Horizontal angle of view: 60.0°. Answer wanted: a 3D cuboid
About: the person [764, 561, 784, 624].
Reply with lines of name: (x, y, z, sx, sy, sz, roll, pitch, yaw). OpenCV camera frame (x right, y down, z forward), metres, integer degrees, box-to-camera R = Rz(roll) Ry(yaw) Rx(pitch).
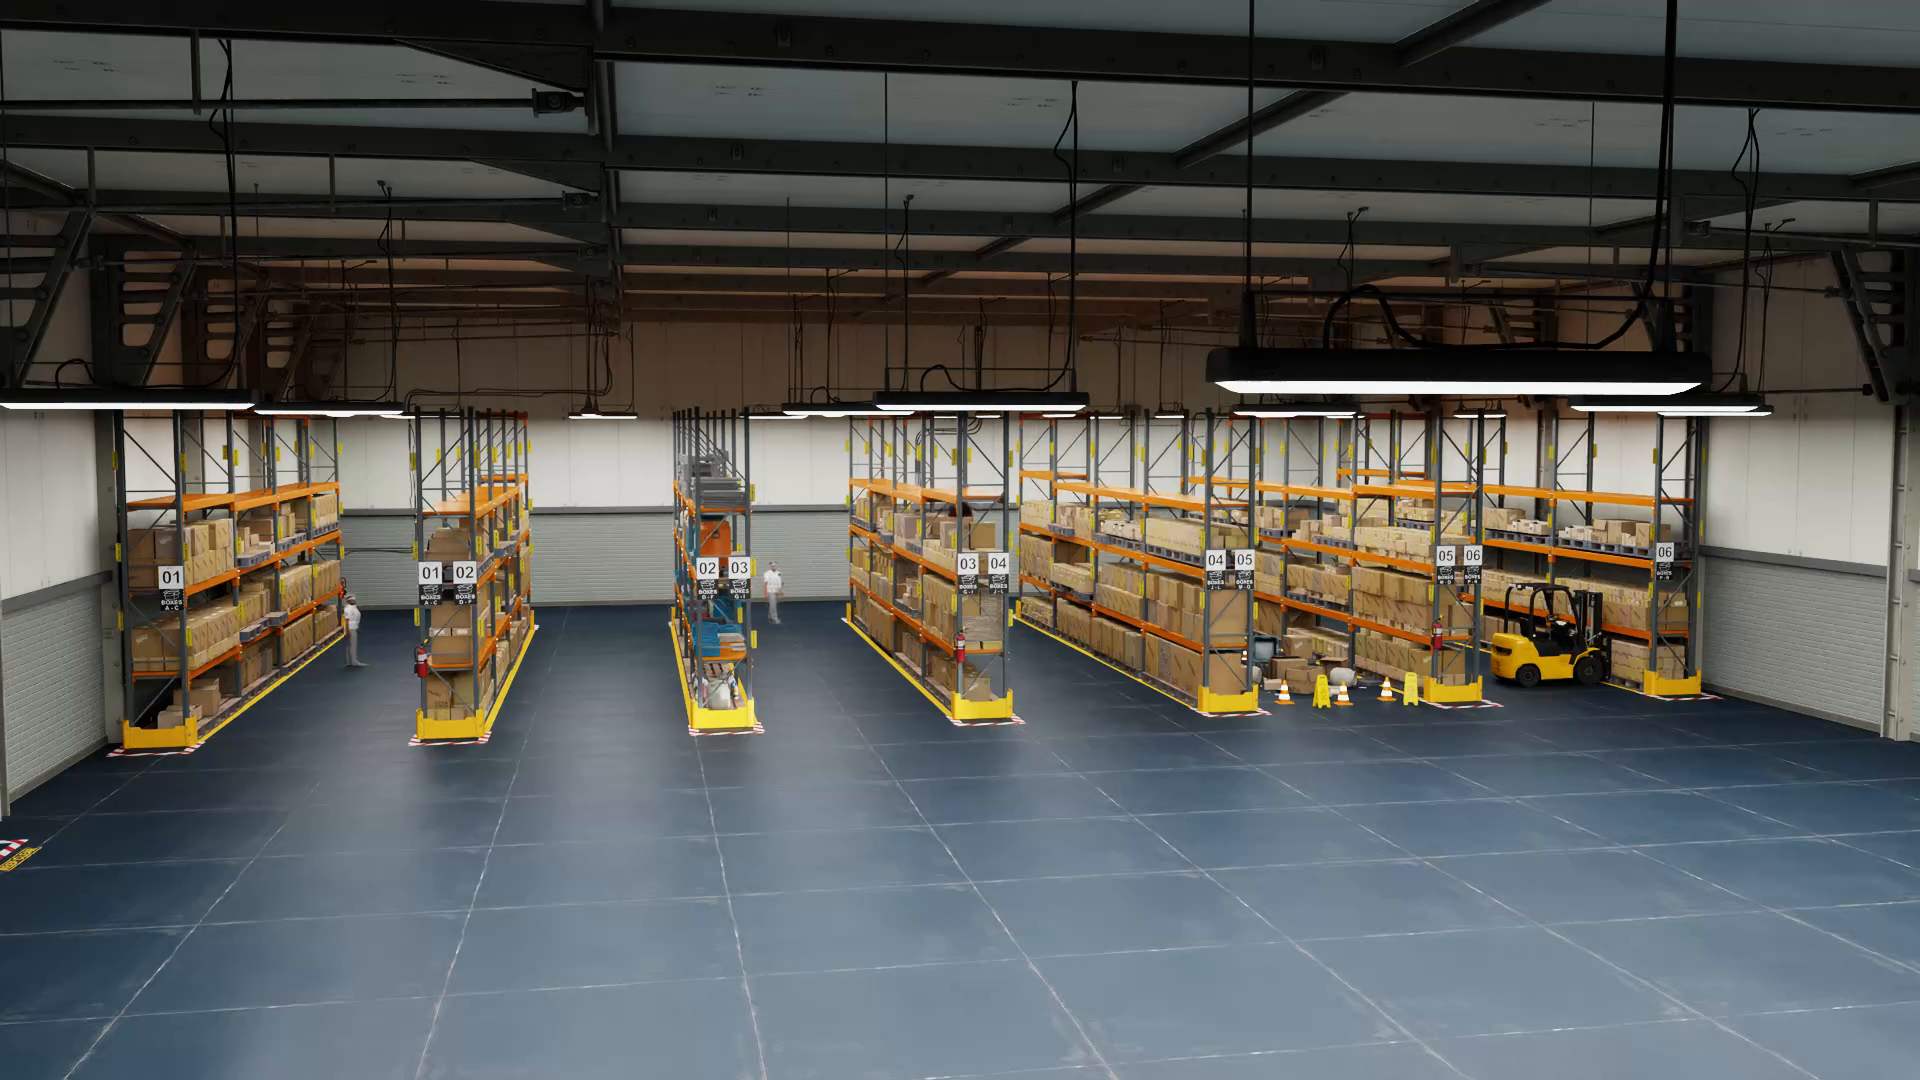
person: (-5.225, 1.479, 47.339, 0.653, 1.753, 0.574, 2, 5, 29)

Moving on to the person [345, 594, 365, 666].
person: (-14.217, 2.104, 39.077, 0.434, 1.687, 0.478, -1, 4, -10)
